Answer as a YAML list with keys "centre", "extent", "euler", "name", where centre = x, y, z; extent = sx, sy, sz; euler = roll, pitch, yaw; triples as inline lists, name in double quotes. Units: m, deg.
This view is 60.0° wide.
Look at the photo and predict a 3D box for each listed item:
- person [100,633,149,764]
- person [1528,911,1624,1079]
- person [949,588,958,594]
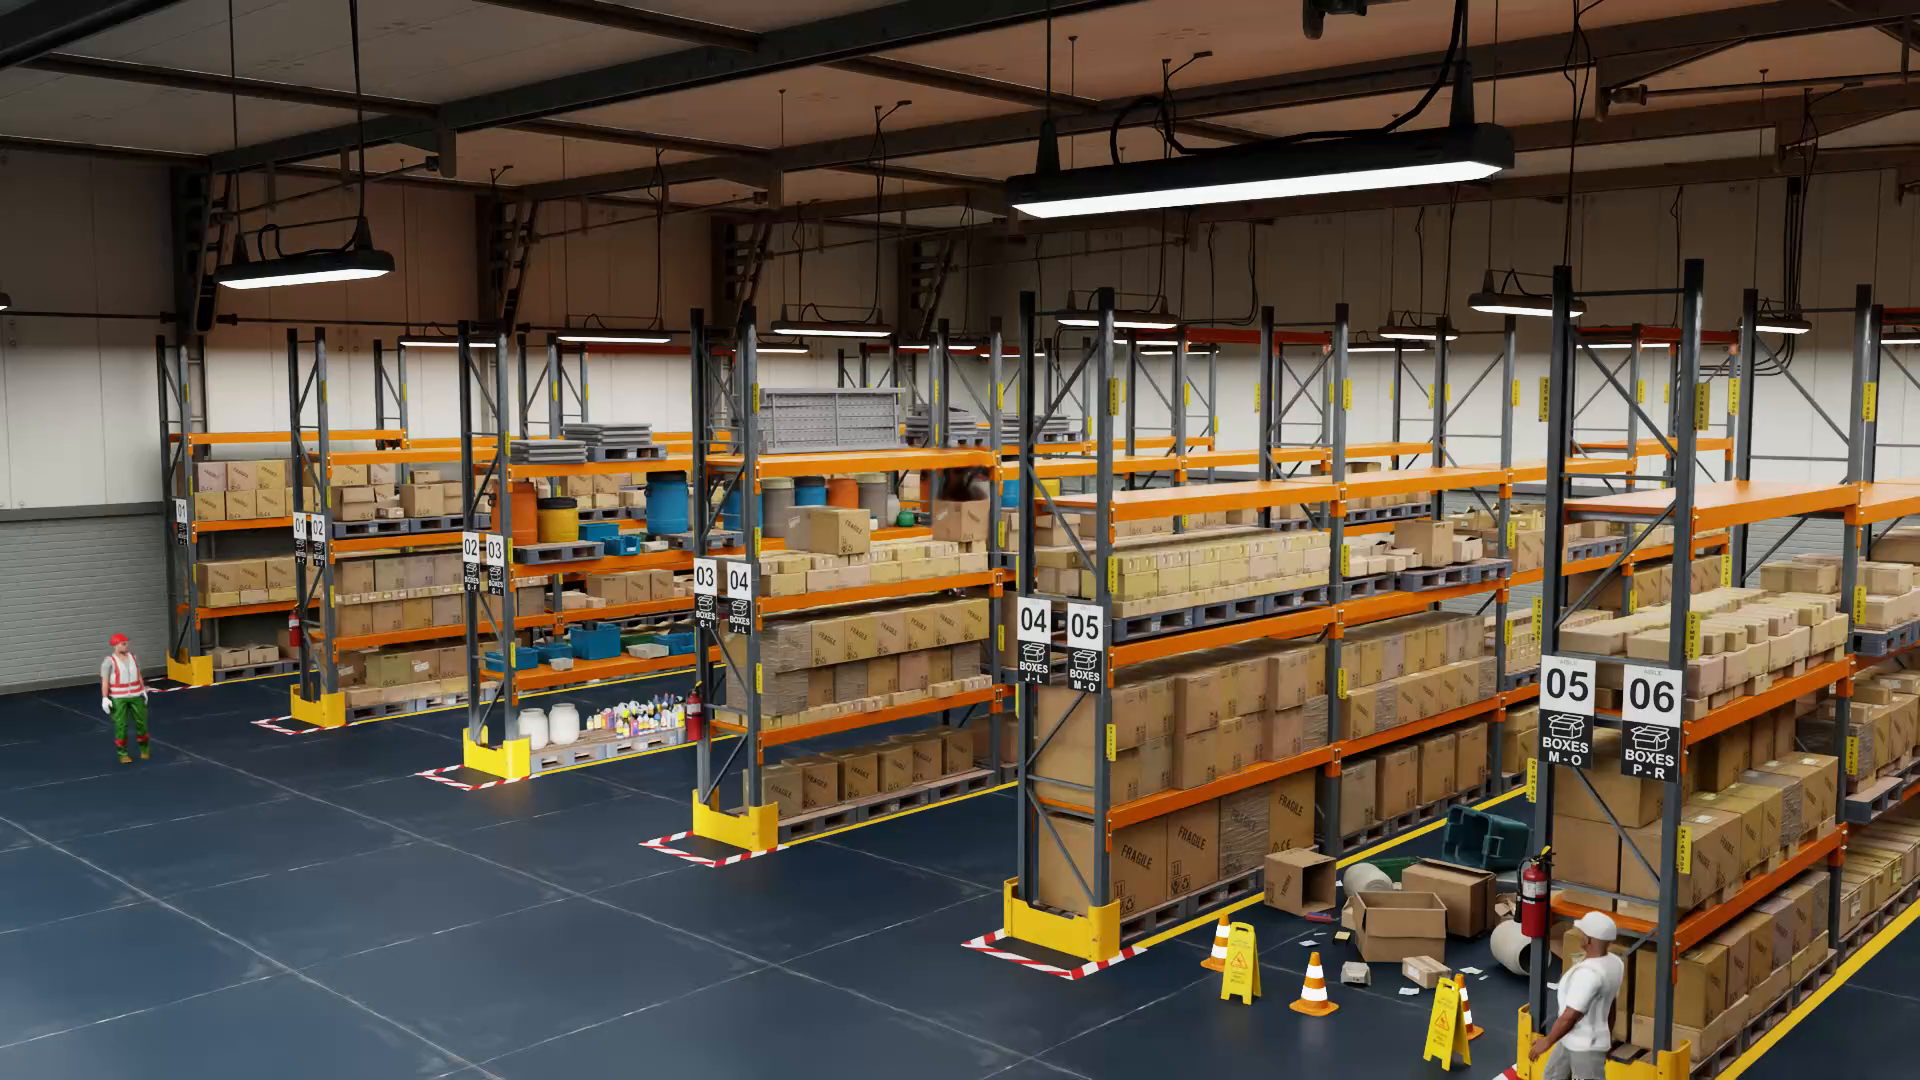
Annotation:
- centre: [-11.405, 2.173, 22.707]
  extent: [0.615, 1.821, 0.425]
  euler: [-5, 7, -41]
  name: "person"
- centre: [4.099, 3.281, 10.870]
  extent: [0.987, 1.733, 0.521]
  euler: [1, 6, 13]
  name: "person"
- centre: [-0.175, 1.451, 30.522]
  extent: [0.391, 1.677, 0.519]
  euler: [4, 7, 39]
  name: "person"
